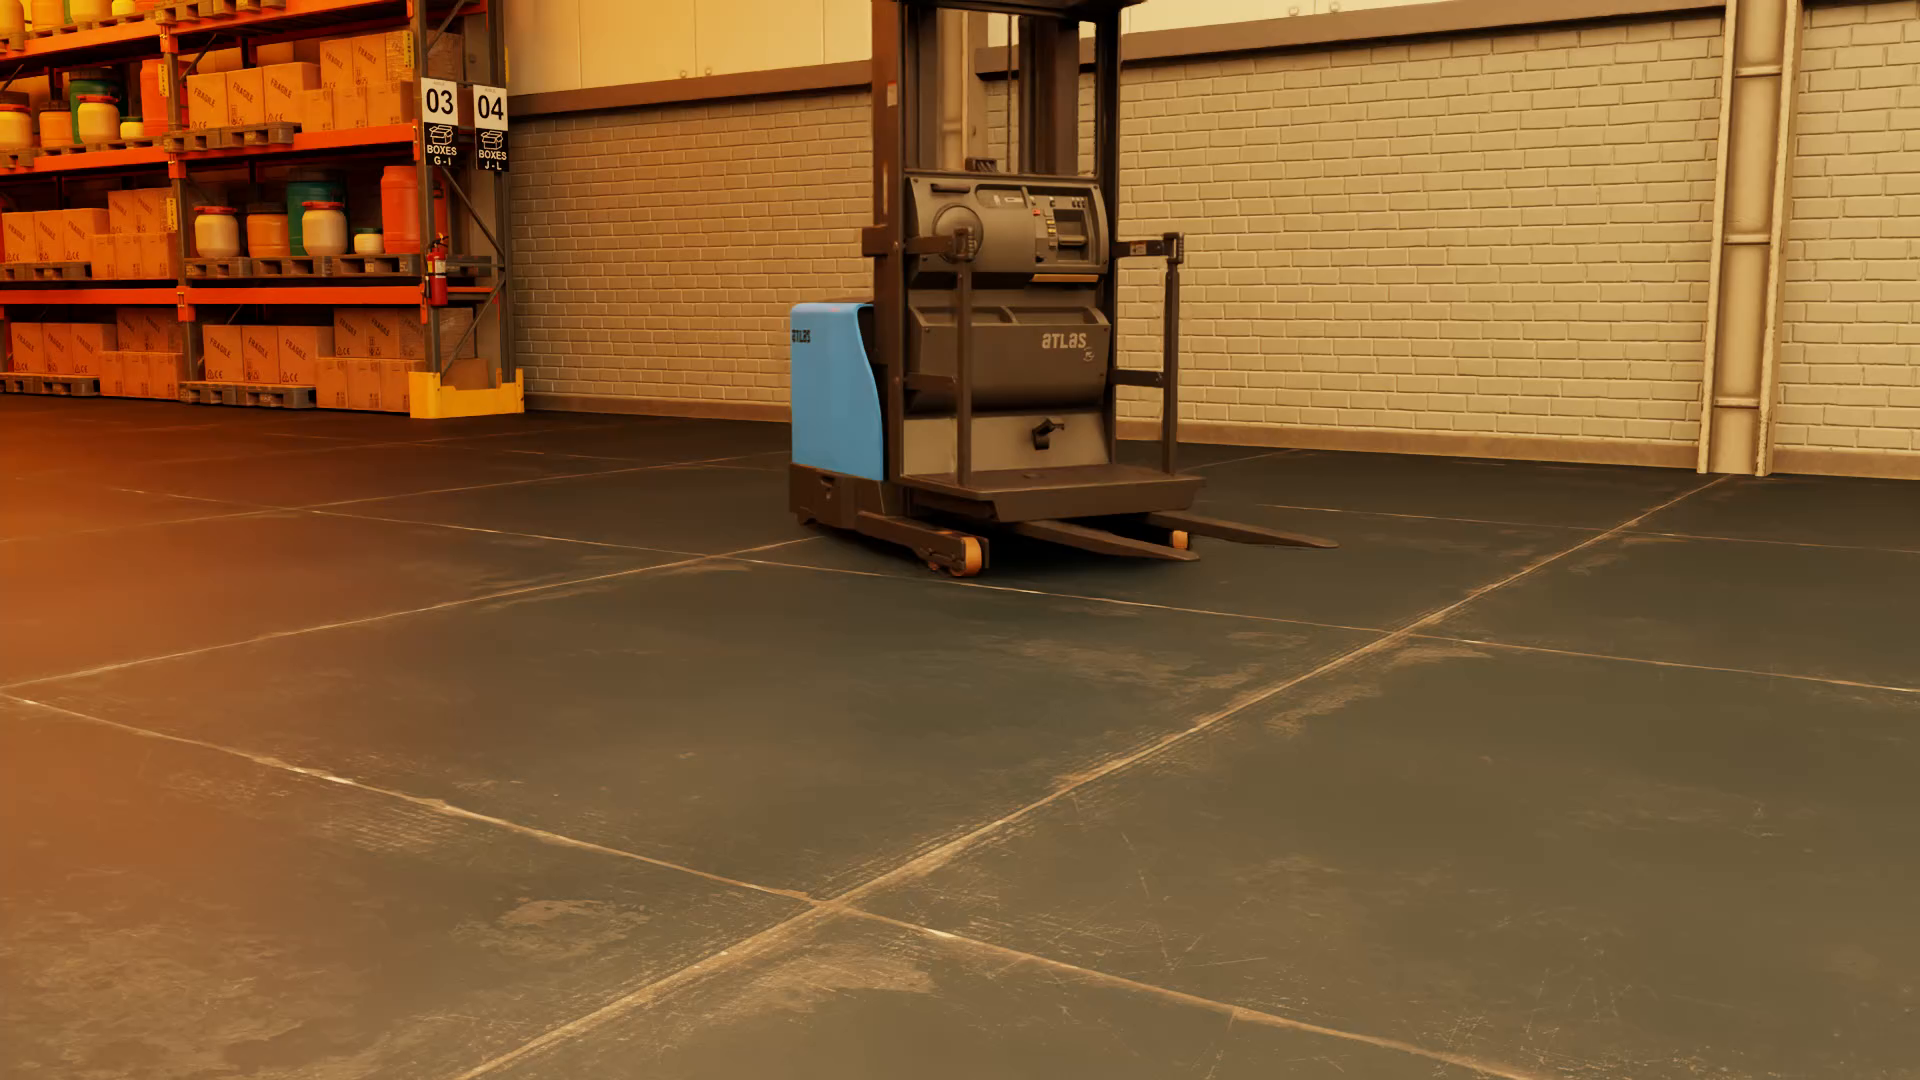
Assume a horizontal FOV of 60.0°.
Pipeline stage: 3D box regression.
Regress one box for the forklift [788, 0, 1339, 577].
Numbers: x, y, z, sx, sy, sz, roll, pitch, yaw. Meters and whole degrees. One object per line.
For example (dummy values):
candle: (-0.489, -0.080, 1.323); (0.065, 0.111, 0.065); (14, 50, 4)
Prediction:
forklift: (0.320, -1.375, 6.861); (1.130, 2.935, 3.031); (-4, 9, -28)
